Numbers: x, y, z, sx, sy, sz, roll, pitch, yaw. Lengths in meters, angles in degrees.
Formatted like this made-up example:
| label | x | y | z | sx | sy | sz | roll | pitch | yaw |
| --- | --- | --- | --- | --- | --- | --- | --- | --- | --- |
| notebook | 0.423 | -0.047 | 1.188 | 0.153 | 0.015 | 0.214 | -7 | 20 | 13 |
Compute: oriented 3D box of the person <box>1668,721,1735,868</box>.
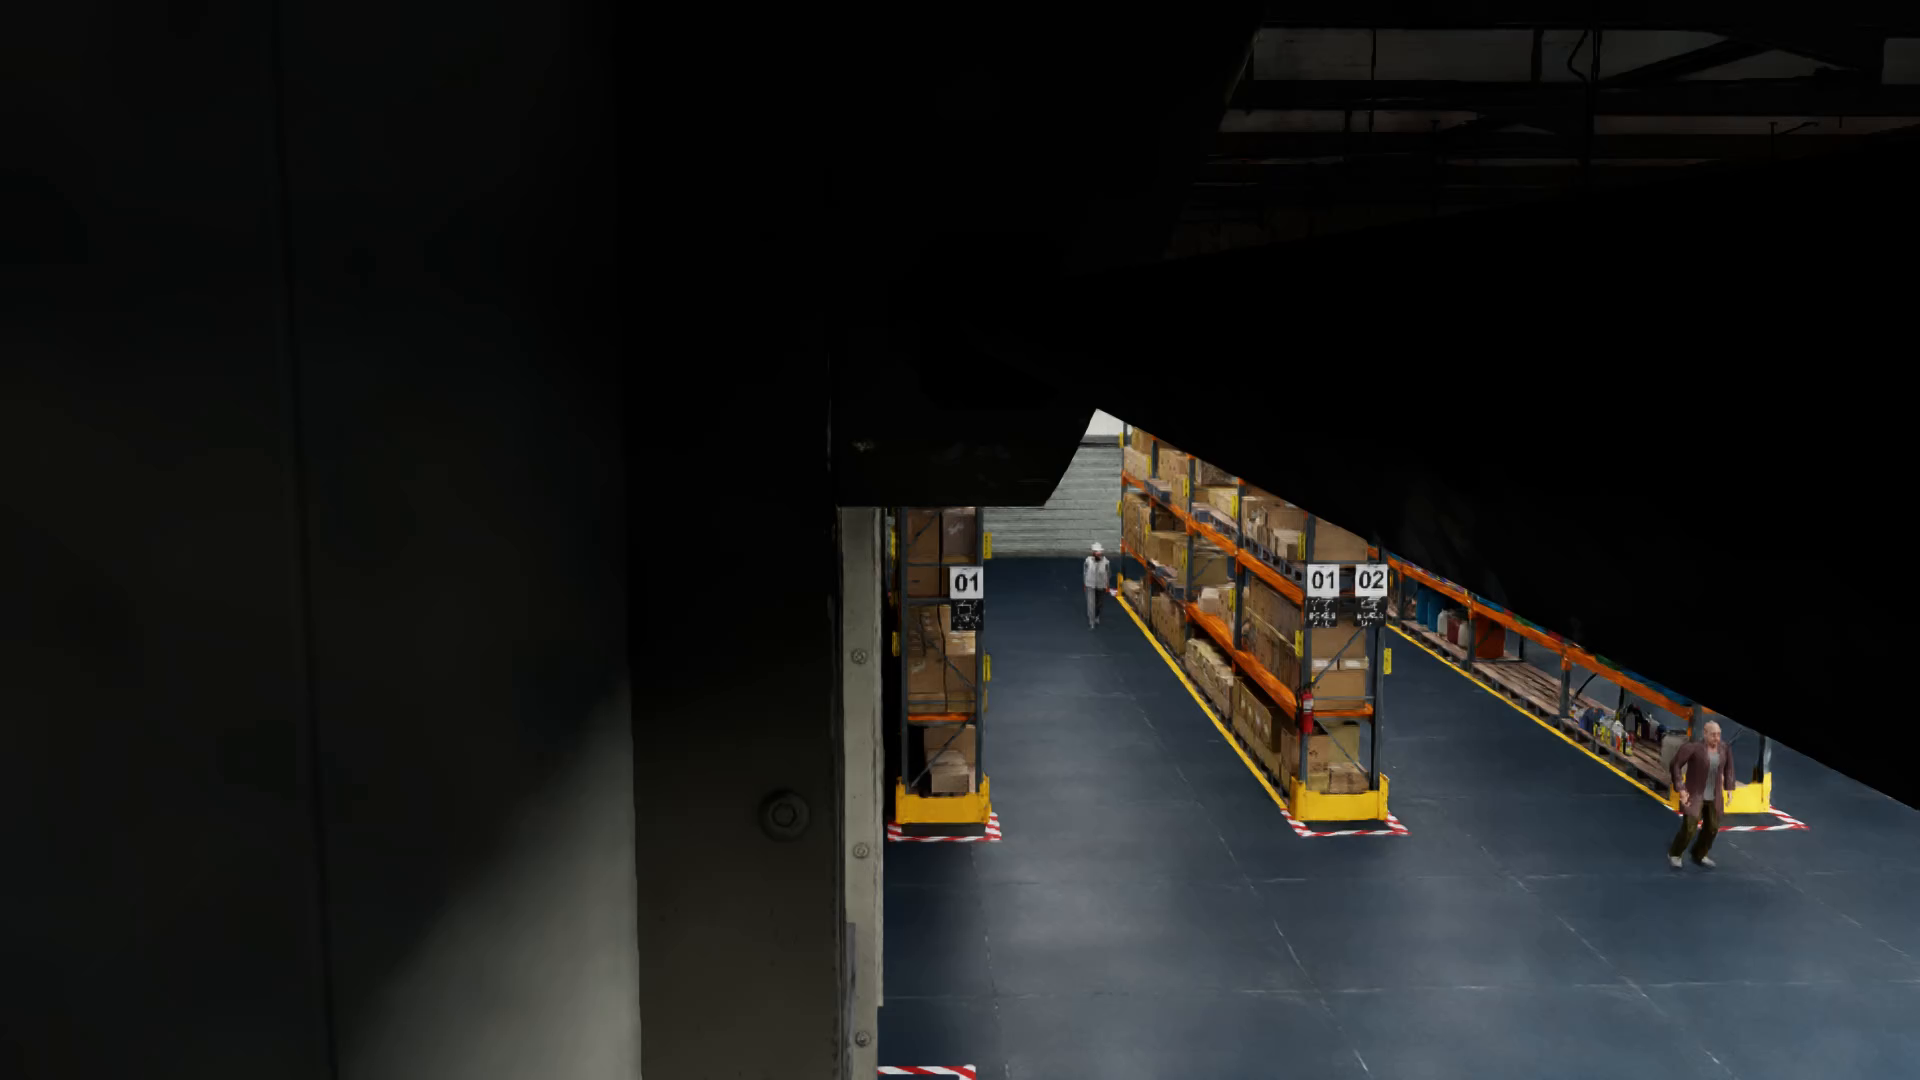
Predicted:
| label | x | y | z | sx | sy | sz | roll | pitch | yaw |
| --- | --- | --- | --- | --- | --- | --- | --- | --- | --- |
| person | 8.348 | 2.857 | 18.749 | 0.729 | 1.733 | 0.546 | -1 | 8 | -4 |

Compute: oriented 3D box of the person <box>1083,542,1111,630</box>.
| label | x | y | z | sx | sy | sz | roll | pitch | yaw |
| --- | --- | --- | --- | --- | --- | --- | --- | --- | --- |
| person | 2.702 | 0.882 | 32.764 | 0.543 | 1.700 | 1.119 | -1 | 8 | -5 |
